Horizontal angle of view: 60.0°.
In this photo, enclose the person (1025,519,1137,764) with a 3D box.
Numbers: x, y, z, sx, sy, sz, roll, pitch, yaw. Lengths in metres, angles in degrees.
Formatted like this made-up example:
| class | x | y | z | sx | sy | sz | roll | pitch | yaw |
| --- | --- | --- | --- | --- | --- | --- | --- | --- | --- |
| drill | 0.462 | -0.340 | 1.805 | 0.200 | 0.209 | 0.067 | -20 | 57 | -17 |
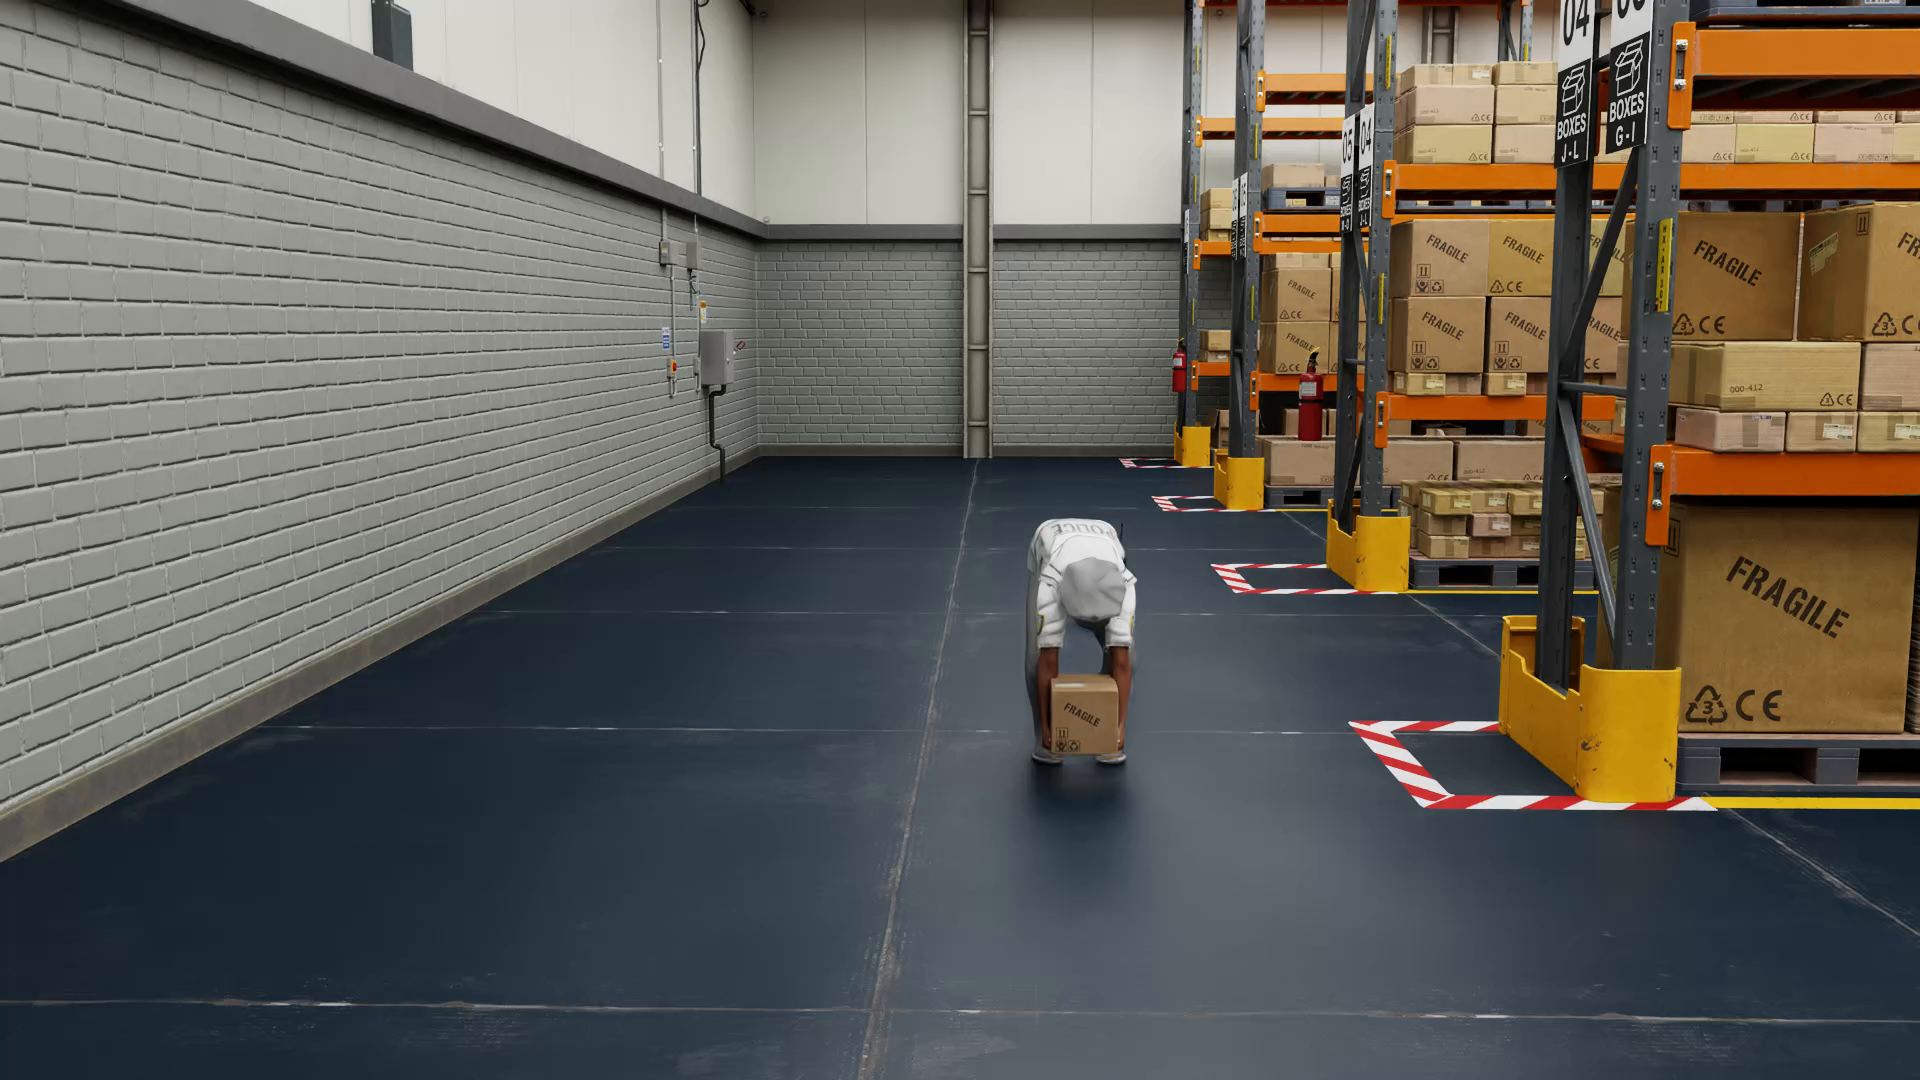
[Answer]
| class | x | y | z | sx | sy | sz | roll | pitch | yaw |
| --- | --- | --- | --- | --- | --- | --- | --- | --- | --- |
| person | 0.487 | 0.431 | 6.584 | 0.449 | 0.987 | 0.928 | 0 | 7 | -1 |
